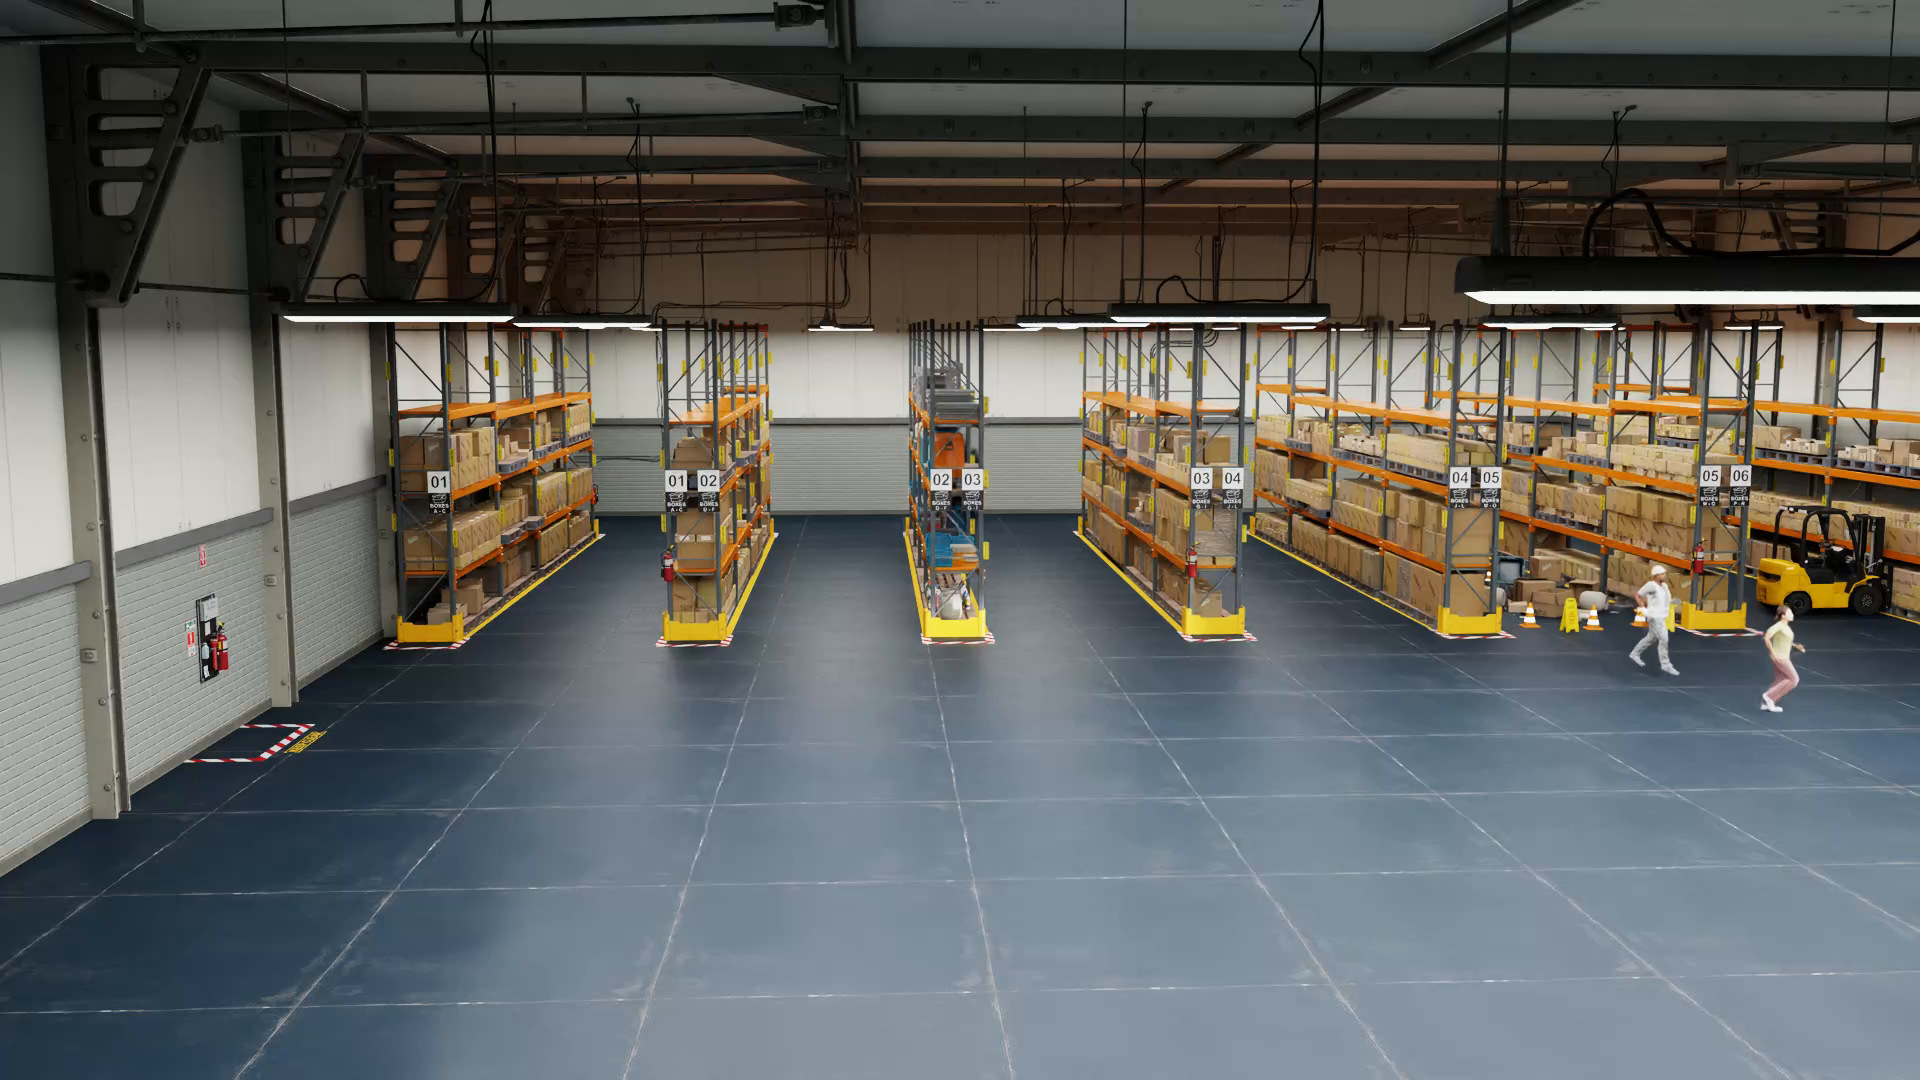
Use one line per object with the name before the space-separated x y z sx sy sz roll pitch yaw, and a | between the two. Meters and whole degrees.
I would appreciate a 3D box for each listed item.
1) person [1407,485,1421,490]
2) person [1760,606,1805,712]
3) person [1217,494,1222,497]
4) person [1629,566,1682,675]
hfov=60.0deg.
person | 13.610 -1.208 49.551 0.808 1.717 0.743 1 7 8
person | 12.476 1.801 25.202 0.549 1.637 0.587 5 8 33
person | 7.227 -0.953 47.690 0.667 1.597 0.541 2 7 13
person | 11.832 1.331 28.239 0.925 1.804 0.677 7 10 44
